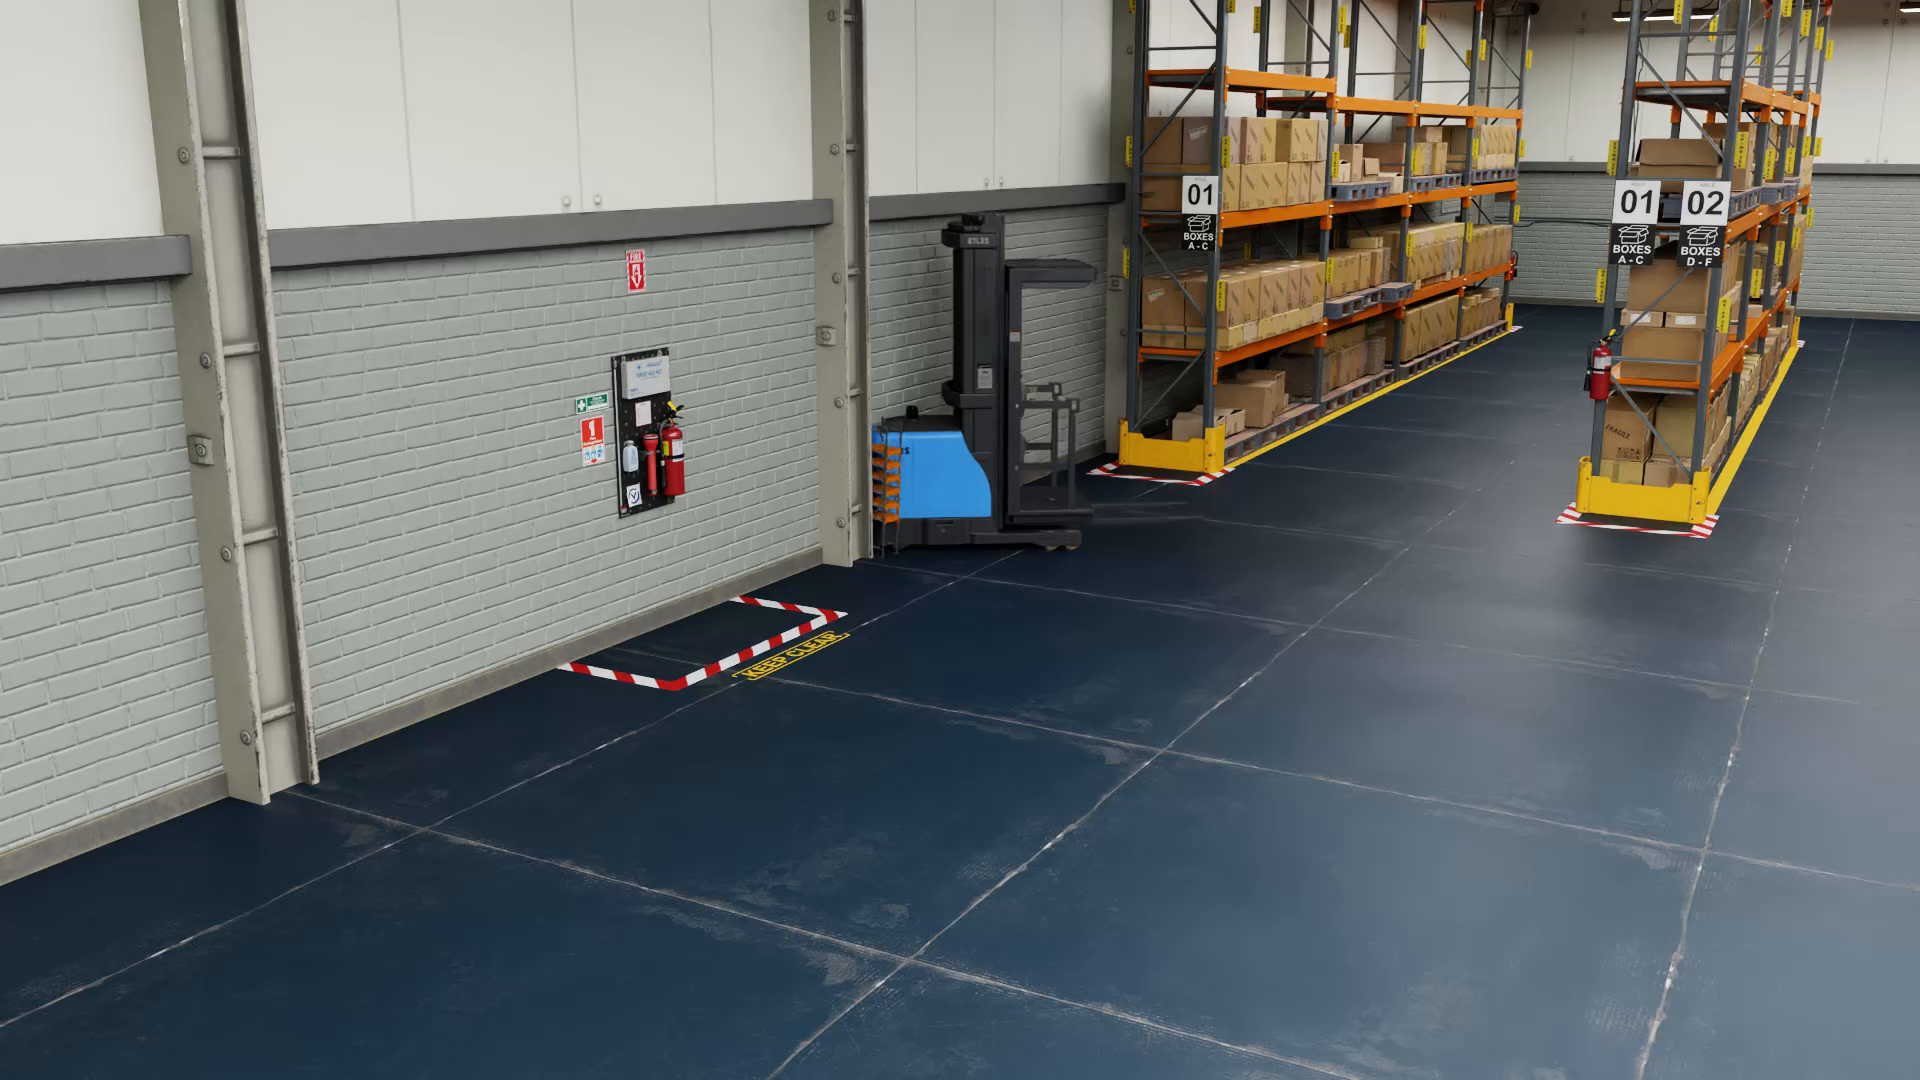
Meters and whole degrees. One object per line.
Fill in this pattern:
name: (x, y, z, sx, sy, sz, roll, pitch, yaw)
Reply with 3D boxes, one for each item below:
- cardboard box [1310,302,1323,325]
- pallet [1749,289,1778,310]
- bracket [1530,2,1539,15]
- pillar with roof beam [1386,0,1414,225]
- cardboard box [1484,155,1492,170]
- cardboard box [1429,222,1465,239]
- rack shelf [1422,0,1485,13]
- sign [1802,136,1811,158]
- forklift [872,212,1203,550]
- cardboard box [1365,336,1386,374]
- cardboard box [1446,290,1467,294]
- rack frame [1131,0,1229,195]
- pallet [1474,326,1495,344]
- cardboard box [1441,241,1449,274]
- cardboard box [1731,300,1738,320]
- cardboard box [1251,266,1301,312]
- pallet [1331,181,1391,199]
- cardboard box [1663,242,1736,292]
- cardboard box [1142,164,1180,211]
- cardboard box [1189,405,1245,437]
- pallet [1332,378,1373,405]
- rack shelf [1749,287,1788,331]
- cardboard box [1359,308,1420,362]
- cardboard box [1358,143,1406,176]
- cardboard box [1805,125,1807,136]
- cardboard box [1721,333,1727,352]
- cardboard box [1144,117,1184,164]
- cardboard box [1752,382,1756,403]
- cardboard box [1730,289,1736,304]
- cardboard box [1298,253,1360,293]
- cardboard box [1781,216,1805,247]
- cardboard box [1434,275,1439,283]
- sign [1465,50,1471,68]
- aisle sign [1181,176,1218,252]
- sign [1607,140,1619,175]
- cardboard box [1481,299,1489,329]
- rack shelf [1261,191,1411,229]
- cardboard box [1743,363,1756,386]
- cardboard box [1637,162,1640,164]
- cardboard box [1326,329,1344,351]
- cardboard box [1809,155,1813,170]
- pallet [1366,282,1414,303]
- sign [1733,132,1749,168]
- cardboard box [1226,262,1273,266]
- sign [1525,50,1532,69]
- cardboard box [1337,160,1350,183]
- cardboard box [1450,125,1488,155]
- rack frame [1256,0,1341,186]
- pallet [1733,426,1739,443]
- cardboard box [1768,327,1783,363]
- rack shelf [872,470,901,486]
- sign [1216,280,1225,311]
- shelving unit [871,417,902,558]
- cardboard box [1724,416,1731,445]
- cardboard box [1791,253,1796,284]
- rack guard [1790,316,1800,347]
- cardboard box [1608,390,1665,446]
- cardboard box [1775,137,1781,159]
cardboard box: (4.300, -2.899, 21.151, 0.500, 0.250, 0.500, 7, 15, 28)
pallet: (10.802, -3.407, 23.393, 1.213, 0.211, 1.003, 7, 15, 28)
bracket: (12.270, -11.405, 35.676, 0.235, 0.232, 0.430, 7, 15, 28)
pillar with roof beam: (11.481, -7.405, 26.765, 9.100, 9.000, 0.400, 7, 15, 28)
cardboard box: (8.955, -6.588, 28.986, 0.500, 0.250, 0.500, 7, 15, 27)
cardboard box: (8.130, -5.177, 27.835, 0.500, 0.250, 0.500, 8, 16, 29)
rack shelf: (7.165, -8.507, 25.779, 1.077, 0.370, 4.000, 7, 15, 28)
sign: (12.957, -6.013, 25.449, 0.100, 0.325, 0.005, 7, 15, 28)
forklift: (0.678, -1.462, 15.060, 3.031, 2.935, 1.130, -1, 14, -6)
cardboard box: (5.895, -2.759, 24.690, 0.700, 0.500, 0.500, 8, 16, 29)
cardboard box: (9.088, -4.493, 30.539, 0.380, 0.149, 0.250, 8, 15, 29)
rack frame: (2.330, -5.189, 17.574, 1.000, 3.000, 0.127, 7, 15, 28)
pallet: (9.156, -3.778, 30.469, 1.003, 0.211, 1.213, 7, 15, 28)
cardboard box: (7.641, -4.607, 27.067, 0.500, 0.500, 0.500, 7, 15, 28)
cardboard box: (9.242, -2.845, 20.439, 0.500, 0.500, 0.500, 9, 16, 32)
cardboard box: (3.817, -3.058, 20.210, 0.500, 0.500, 0.500, 7, 15, 26)
pallet: (5.154, -4.788, 22.711, 1.213, 0.211, 1.003, 7, 15, 28)
cardboard box: (8.150, -3.017, 18.382, 0.700, 0.500, 0.500, 7, 15, 28)
cardboard box: (2.310, -3.904, 18.386, 0.500, 0.500, 0.500, 9, 16, 32)
cardboard box: (3.019, -1.428, 19.573, 0.500, 0.311, 0.500, 9, 16, 33)
pallet: (5.228, -2.149, 23.714, 1.003, 0.211, 1.213, 7, 15, 28)
rack shelf: (11.503, -3.414, 24.547, 1.077, 0.370, 4.000, 7, 15, 28)
cardboard box: (6.668, -3.209, 25.852, 0.750, 0.750, 0.750, 7, 15, 27)
cardboard box: (6.378, -5.739, 25.102, 0.700, 0.500, 0.500, 6, 15, 24)
cardboard box: (13.273, -6.461, 26.903, 0.700, 0.500, 0.500, 7, 15, 28)
cardboard box: (8.144, -2.381, 18.512, 0.700, 0.500, 0.500, 7, 15, 27)
cardboard box: (2.310, -4.394, 18.284, 0.500, 0.500, 0.500, 8, 16, 31)
cardboard box: (10.249, -1.979, 22.031, 0.500, 0.250, 0.500, 7, 15, 27)
cardboard box: (8.413, -2.712, 18.503, 0.380, 0.149, 0.250, 7, 15, 26)
cardboard box: (5.107, -3.709, 23.082, 0.700, 0.500, 0.500, 10, 17, 36)
cardboard box: (13.939, -5.197, 28.058, 0.500, 0.500, 0.500, 8, 16, 30)
cardboard box: (7.563, -4.265, 27.035, 0.380, 0.149, 0.250, 7, 15, 26)
sign: (9.582, -9.067, 31.328, 0.100, 0.325, 0.005, 7, 15, 28)
aisle sign: (2.558, -3.488, 17.770, 0.394, 0.787, 0.004, 7, 15, 28)
sign: (6.200, -3.627, 15.773, 0.100, 0.325, 0.005, 7, 15, 28)
cardboard box: (9.330, -4.184, 30.640, 0.700, 0.500, 0.500, 7, 15, 26)
rack shelf: (5.231, -4.612, 23.116, 1.077, 0.370, 4.000, 7, 15, 28)
cardboard box: (10.006, -2.148, 21.533, 0.500, 0.311, 0.500, 7, 15, 28)
cardboard box: (7.263, -3.780, 17.123, 0.500, 0.311, 0.500, 10, 17, 35)
cardboard box: (5.063, -2.808, 23.290, 0.500, 0.250, 0.500, 7, 15, 26)
cardboard box: (14.378, -6.489, 28.619, 0.500, 0.250, 0.500, 7, 15, 28)
pallet: (5.947, -3.663, 24.451, 1.213, 0.211, 1.003, 7, 15, 28)
sign: (7.152, -3.570, 15.223, 0.100, 0.325, 0.005, 7, 15, 28)
cardboard box: (3.601, -3.216, 20.868, 0.500, 0.500, 0.500, 7, 15, 28)
sign: (10.533, -8.900, 30.804, 0.100, 0.325, 0.005, 7, 15, 28)
cardboard box: (4.896, -4.942, 22.243, 0.500, 0.311, 0.500, 8, 16, 30)
cardboard box: (8.722, -6.852, 28.482, 0.500, 0.500, 0.500, 7, 15, 28)
rack frame: (4.264, -6.010, 20.978, 1.000, 3.000, 0.127, 7, 15, 28)
pallet: (8.924, -1.333, 20.329, 1.003, 0.211, 1.213, 7, 15, 28)
cardboard box: (12.482, -3.039, 25.851, 0.500, 0.500, 0.500, 7, 15, 28)
rack shelf: (-0.672, -0.529, 14.491, 0.258, 0.103, 0.180, 16, 21, 37)
sign: (2.805, -2.632, 17.921, 0.100, 0.325, 0.005, 7, 15, 28)
shelving unit: (-0.675, -0.457, 14.513, 0.258, 1.200, 0.189, 16, 21, 37)
cardboard box: (8.569, -1.281, 19.132, 0.500, 0.250, 0.500, 7, 15, 28)
cardboard box: (13.199, -4.402, 26.896, 0.500, 0.500, 0.500, 8, 16, 29)
rack guard: (14.367, -3.764, 29.797, 1.175, 0.500, 0.348, 7, 15, 28)
cardboard box: (7.138, -1.295, 17.592, 0.500, 0.500, 0.500, 7, 15, 28)
cardboard box: (11.858, -5.699, 24.767, 0.600, 0.600, 0.600, 7, 15, 27)
